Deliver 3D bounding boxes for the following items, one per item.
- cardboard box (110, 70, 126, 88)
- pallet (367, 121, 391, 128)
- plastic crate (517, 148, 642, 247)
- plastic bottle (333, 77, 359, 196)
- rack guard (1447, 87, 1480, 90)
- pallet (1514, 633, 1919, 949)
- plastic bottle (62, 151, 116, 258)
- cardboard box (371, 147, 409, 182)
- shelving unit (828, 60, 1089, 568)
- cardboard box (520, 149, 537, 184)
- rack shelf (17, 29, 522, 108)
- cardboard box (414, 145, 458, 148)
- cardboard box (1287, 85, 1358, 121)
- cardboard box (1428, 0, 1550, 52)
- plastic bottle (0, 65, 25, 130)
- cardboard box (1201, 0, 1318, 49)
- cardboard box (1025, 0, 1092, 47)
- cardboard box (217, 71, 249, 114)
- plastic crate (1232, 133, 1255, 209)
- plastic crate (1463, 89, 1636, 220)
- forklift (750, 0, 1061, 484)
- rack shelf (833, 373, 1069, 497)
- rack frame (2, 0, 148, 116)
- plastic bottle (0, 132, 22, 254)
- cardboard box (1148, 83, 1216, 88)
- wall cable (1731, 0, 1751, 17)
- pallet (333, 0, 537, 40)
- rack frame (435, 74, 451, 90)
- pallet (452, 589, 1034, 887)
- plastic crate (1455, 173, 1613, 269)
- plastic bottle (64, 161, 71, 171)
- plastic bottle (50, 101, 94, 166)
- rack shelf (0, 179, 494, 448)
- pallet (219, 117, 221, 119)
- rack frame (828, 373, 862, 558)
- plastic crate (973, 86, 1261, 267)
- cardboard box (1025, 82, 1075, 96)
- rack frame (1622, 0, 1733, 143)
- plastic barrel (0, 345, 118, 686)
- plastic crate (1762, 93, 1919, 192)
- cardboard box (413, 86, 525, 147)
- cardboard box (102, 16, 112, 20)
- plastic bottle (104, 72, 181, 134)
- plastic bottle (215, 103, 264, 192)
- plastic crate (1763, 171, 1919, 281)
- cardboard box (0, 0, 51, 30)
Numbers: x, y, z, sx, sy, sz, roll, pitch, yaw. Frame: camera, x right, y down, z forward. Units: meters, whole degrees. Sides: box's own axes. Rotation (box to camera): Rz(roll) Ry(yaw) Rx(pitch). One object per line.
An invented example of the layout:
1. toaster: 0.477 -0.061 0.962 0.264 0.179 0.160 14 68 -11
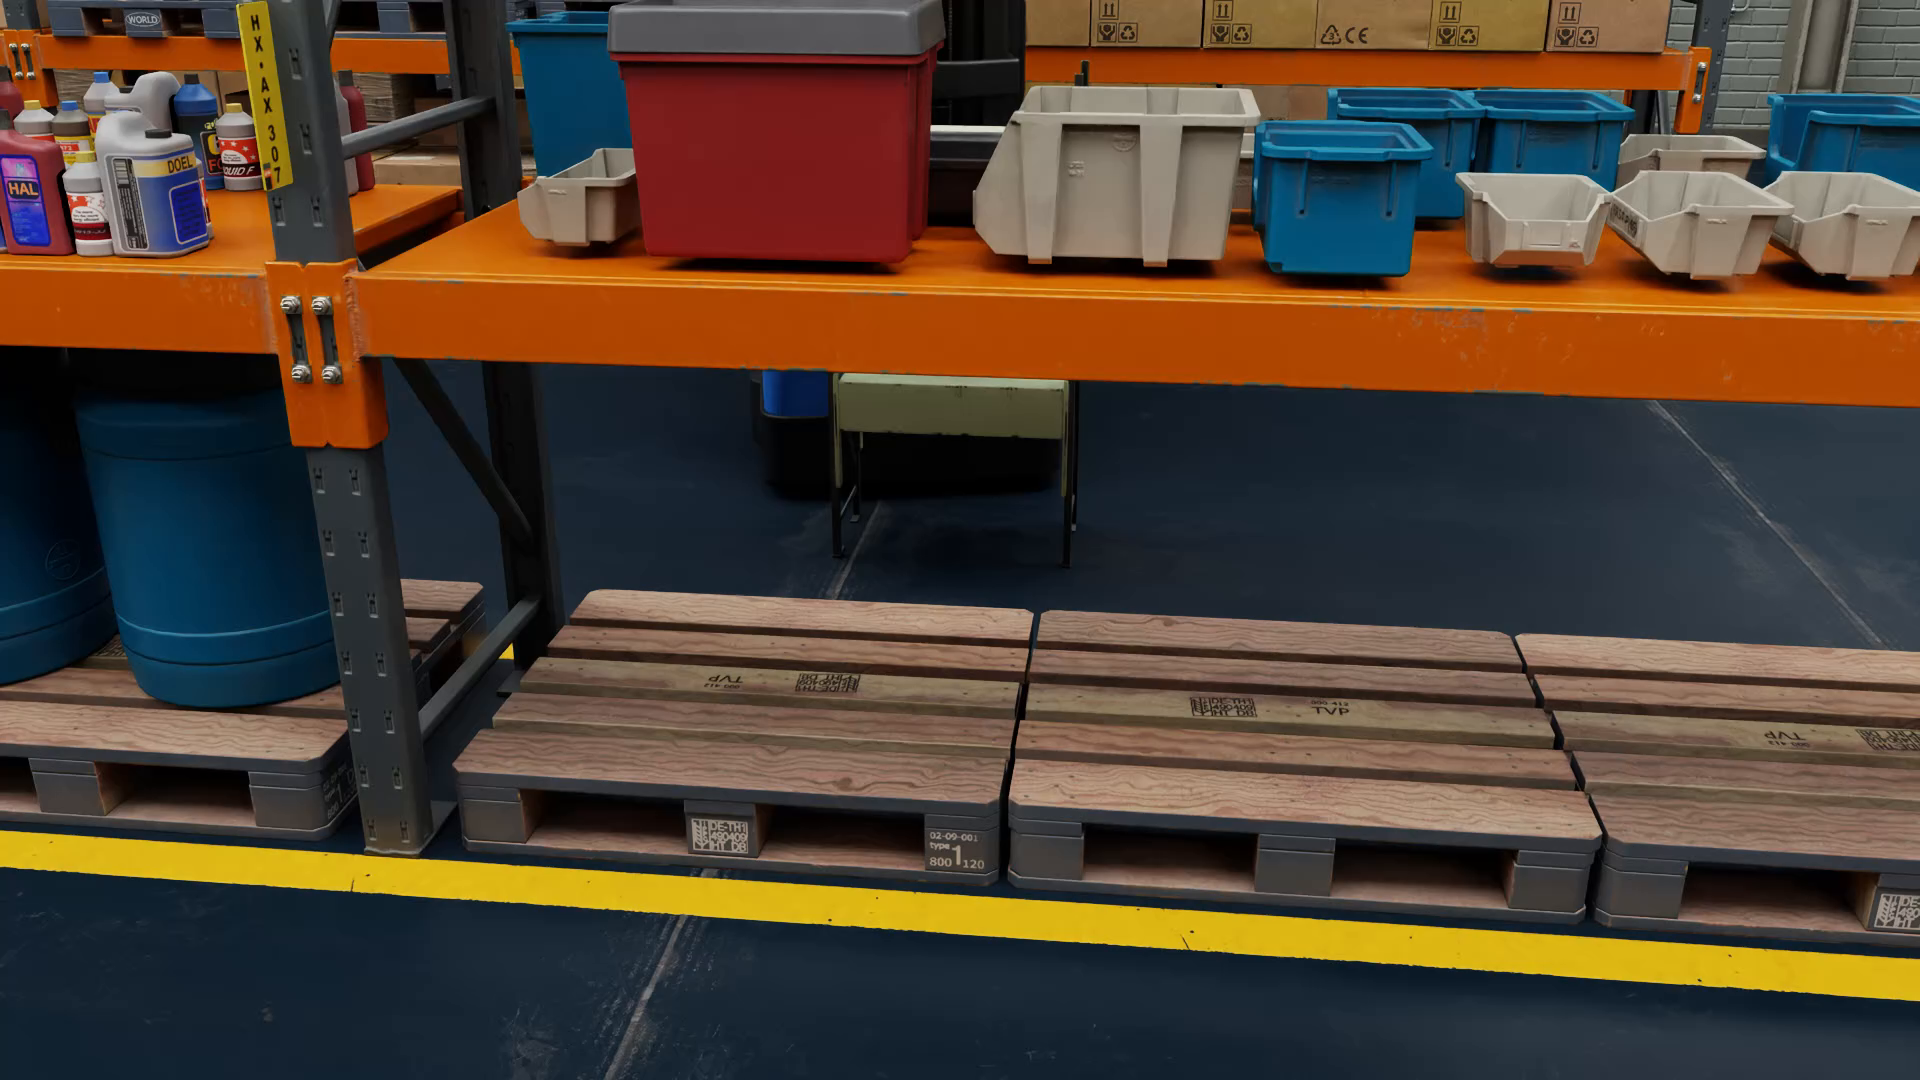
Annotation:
1. cardboard box: -6.720 -3.852 13.906 0.500 0.500 0.700 2 22 5
2. pallet: -4.776 -3.404 13.764 1.213 0.211 1.003 2 22 6
3. plastic crate: -0.749 -0.710 3.432 0.243 0.136 0.396 2 22 6
4. plastic bottle: -1.545 -0.989 3.929 0.185 0.351 0.144 2 22 6
5. rack guard: 3.968 -3.157 12.746 0.348 0.500 1.175 2 22 6
6. pallet: 1.964 0.543 3.779 1.213 0.211 1.003 2 22 6
7. plastic bottle: -1.742 -0.678 3.346 0.097 0.201 0.097 0 22 0
8. cardboard box: -3.143 -1.732 8.543 0.500 0.500 0.500 2 22 6
9. shelving unit: -0.007 -0.698 5.165 0.755 1.500 0.431 2 22 6
10. cardboard box: -2.119 -1.690 8.437 0.500 0.500 0.500 3 22 7
11. rack shelf: -2.593 -2.437 8.503 4.000 0.370 1.077 2 22 6
12. cardboard box: -2.587 -1.903 8.974 0.500 0.500 0.500 2 22 4
13. cardboard box: 2.740 -3.369 12.710 0.500 0.500 0.700 2 22 6
14. cardboard box: 2.373 -2.500 7.547 0.500 0.500 0.500 3 22 7
15. plastic bottle: -2.390 -1.033 4.130 0.133 0.283 0.061 2 22 6
16. cardboard box: 1.377 -2.545 7.662 0.500 0.500 0.500 2 22 6
17. cardboard box: 0.376 -2.589 7.773 0.500 0.500 0.500 3 22 7
18. cardboard box: -5.716 -3.797 13.766 0.500 0.500 0.700 2 22 6
19. plastic crate: 0.571 -0.816 3.702 0.466 0.136 0.293 2 22 6
20. plastic crate: 1.264 -0.842 3.635 0.300 0.233 0.416 2 22 6
21. forklift: -0.316 -2.059 6.661 1.130 2.935 3.031 -2 22 -6
22. rack shelf: -0.007 -0.395 5.285 0.720 0.370 0.431 2 22 6
23. rack frame: -4.579 -2.858 8.589 0.127 3.000 1.000 2 22 6
24. plastic bottle: -1.986 -0.734 3.385 0.135 0.276 0.152 2 22 6
25. cardboard box: 1.711 -3.411 12.816 0.500 0.500 0.700 3 22 8
26. wall cable: 5.327 -5.083 12.836 1.851 1.984 0.084 2 22 6
27. pallet: -2.648 -2.686 8.416 1.213 0.211 1.003 2 22 6
28. rack frame: -4.000 -4.667 13.164 0.127 3.000 1.000 2 22 6
29. pallet: -0.459 0.438 4.046 1.213 0.211 1.003 2 22 6
30. plastic crate: 1.085 -0.605 3.168 0.250 0.136 0.298 2 22 6
31. plastic bottle: -1.867 -0.706 3.417 0.097 0.201 0.097 0 22 0
32. plastic bottle: -2.181 -0.979 4.105 0.097 0.201 0.097 0 22 0
33. rack shelf: -3.180 -0.629 3.929 4.000 0.370 1.077 2 22 6
34. pallet: -5.984 -3.458 13.900 1.213 0.211 1.003 2 22 6
35. rack frame: -0.370 -0.714 5.205 0.023 1.500 0.400 2 22 6
36. plastic crate: 0.301 -0.716 3.251 0.530 0.282 0.437 2 22 6
37. cardboard box: 0.703 -3.457 12.933 0.500 0.500 0.700 3 22 7
38. rack frame: 3.365 -2.512 7.714 0.127 3.000 1.000 2 22 6
39. plastic barrel: -2.435 -0.157 4.039 0.708 0.901 0.600 2 22 6
40. plastic crate: 1.918 -0.813 3.563 0.300 0.233 0.416 2 22 6
41. cardboard box: -2.550 -2.251 8.834 0.500 0.250 0.500 2 22 5
42. cardboard box: -6.802 -4.187 13.733 0.500 0.250 0.500 2 22 5
43. plastic bottle: -1.972 -0.994 4.043 0.135 0.276 0.152 2 22 6
44. plastic bottle: -1.757 -0.960 4.059 0.097 0.201 0.097 0 22 0
45. plastic crate: 1.661 -0.596 3.144 0.243 0.136 0.396 2 22 6
46. cardboard box: -4.935 -2.848 8.686 0.500 0.311 0.500 4 22 10
